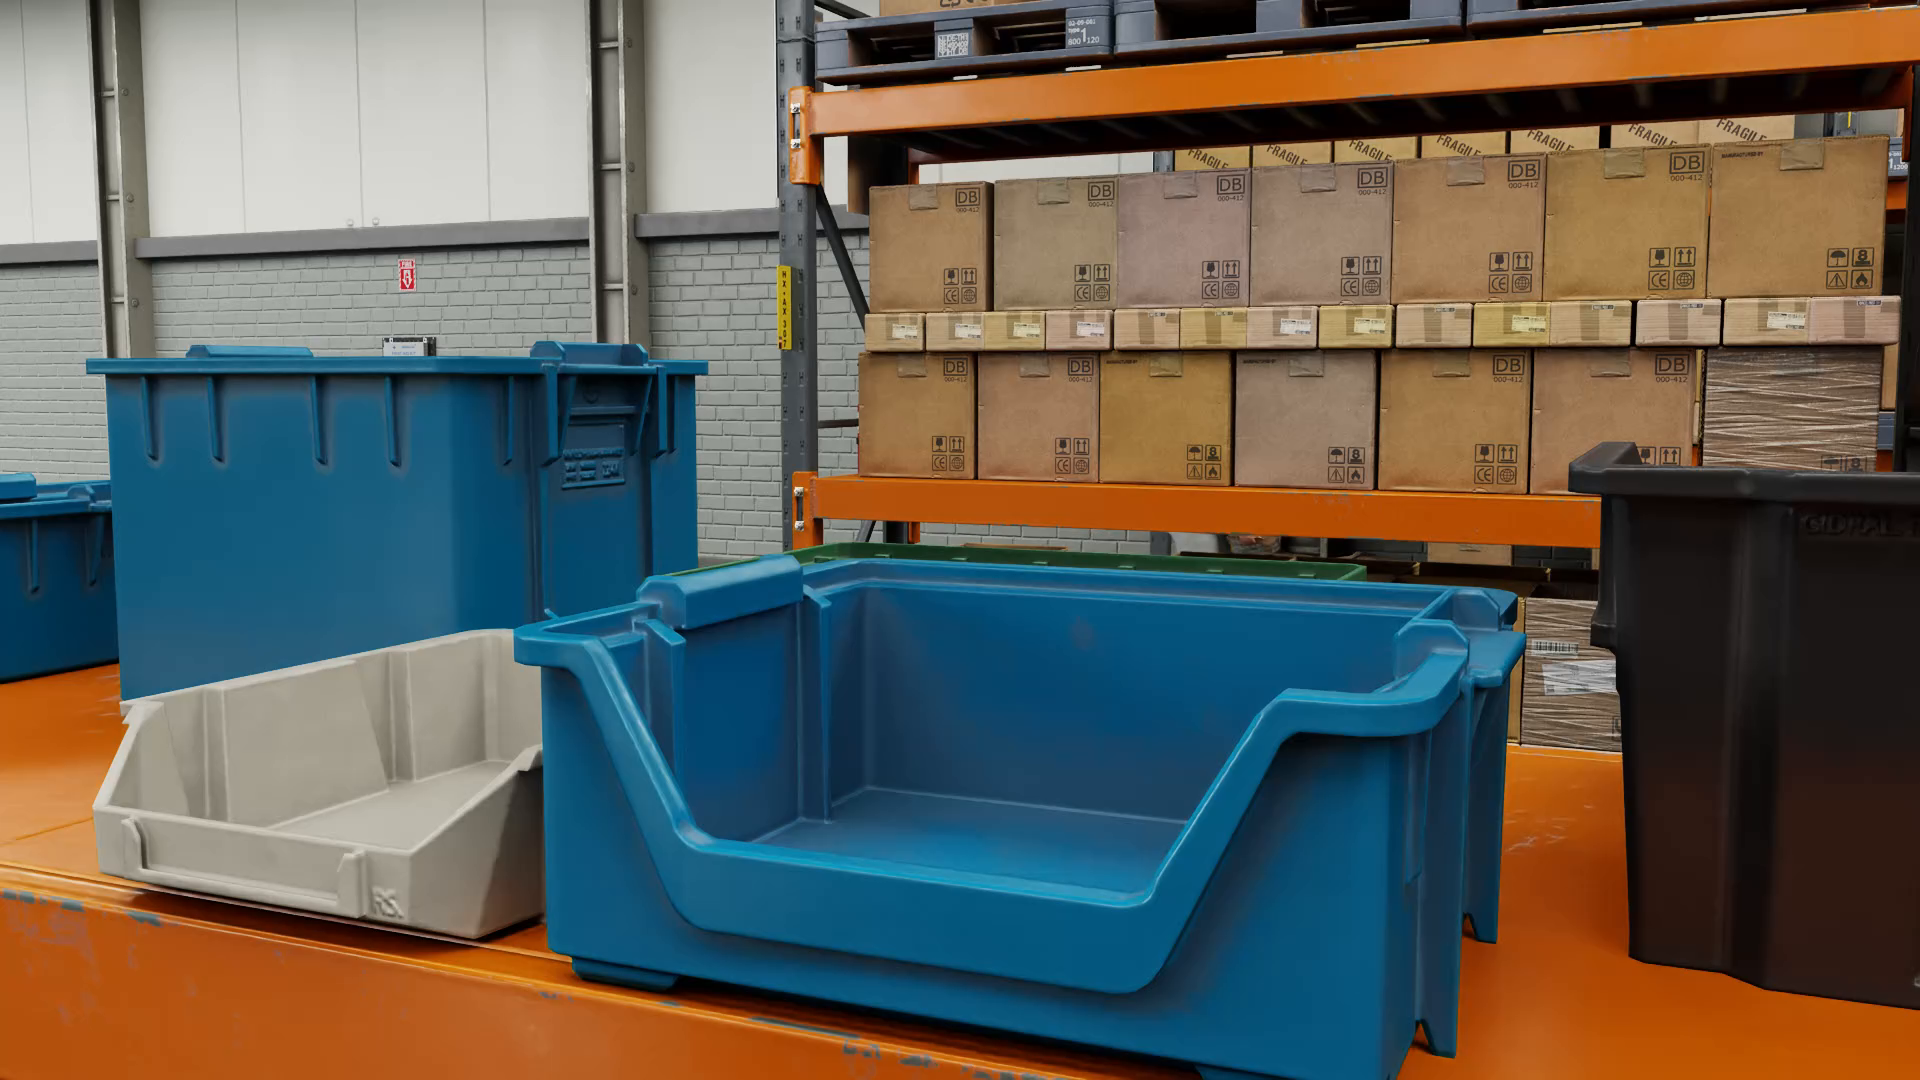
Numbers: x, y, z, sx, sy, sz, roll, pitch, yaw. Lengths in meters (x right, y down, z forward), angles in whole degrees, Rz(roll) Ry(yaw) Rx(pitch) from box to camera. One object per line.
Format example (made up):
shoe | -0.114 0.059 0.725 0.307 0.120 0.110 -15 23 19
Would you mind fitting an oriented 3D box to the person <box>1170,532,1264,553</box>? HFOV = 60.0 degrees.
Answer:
person | 1.534 -0.104 9.871 0.619 1.704 0.481 2 6 23
